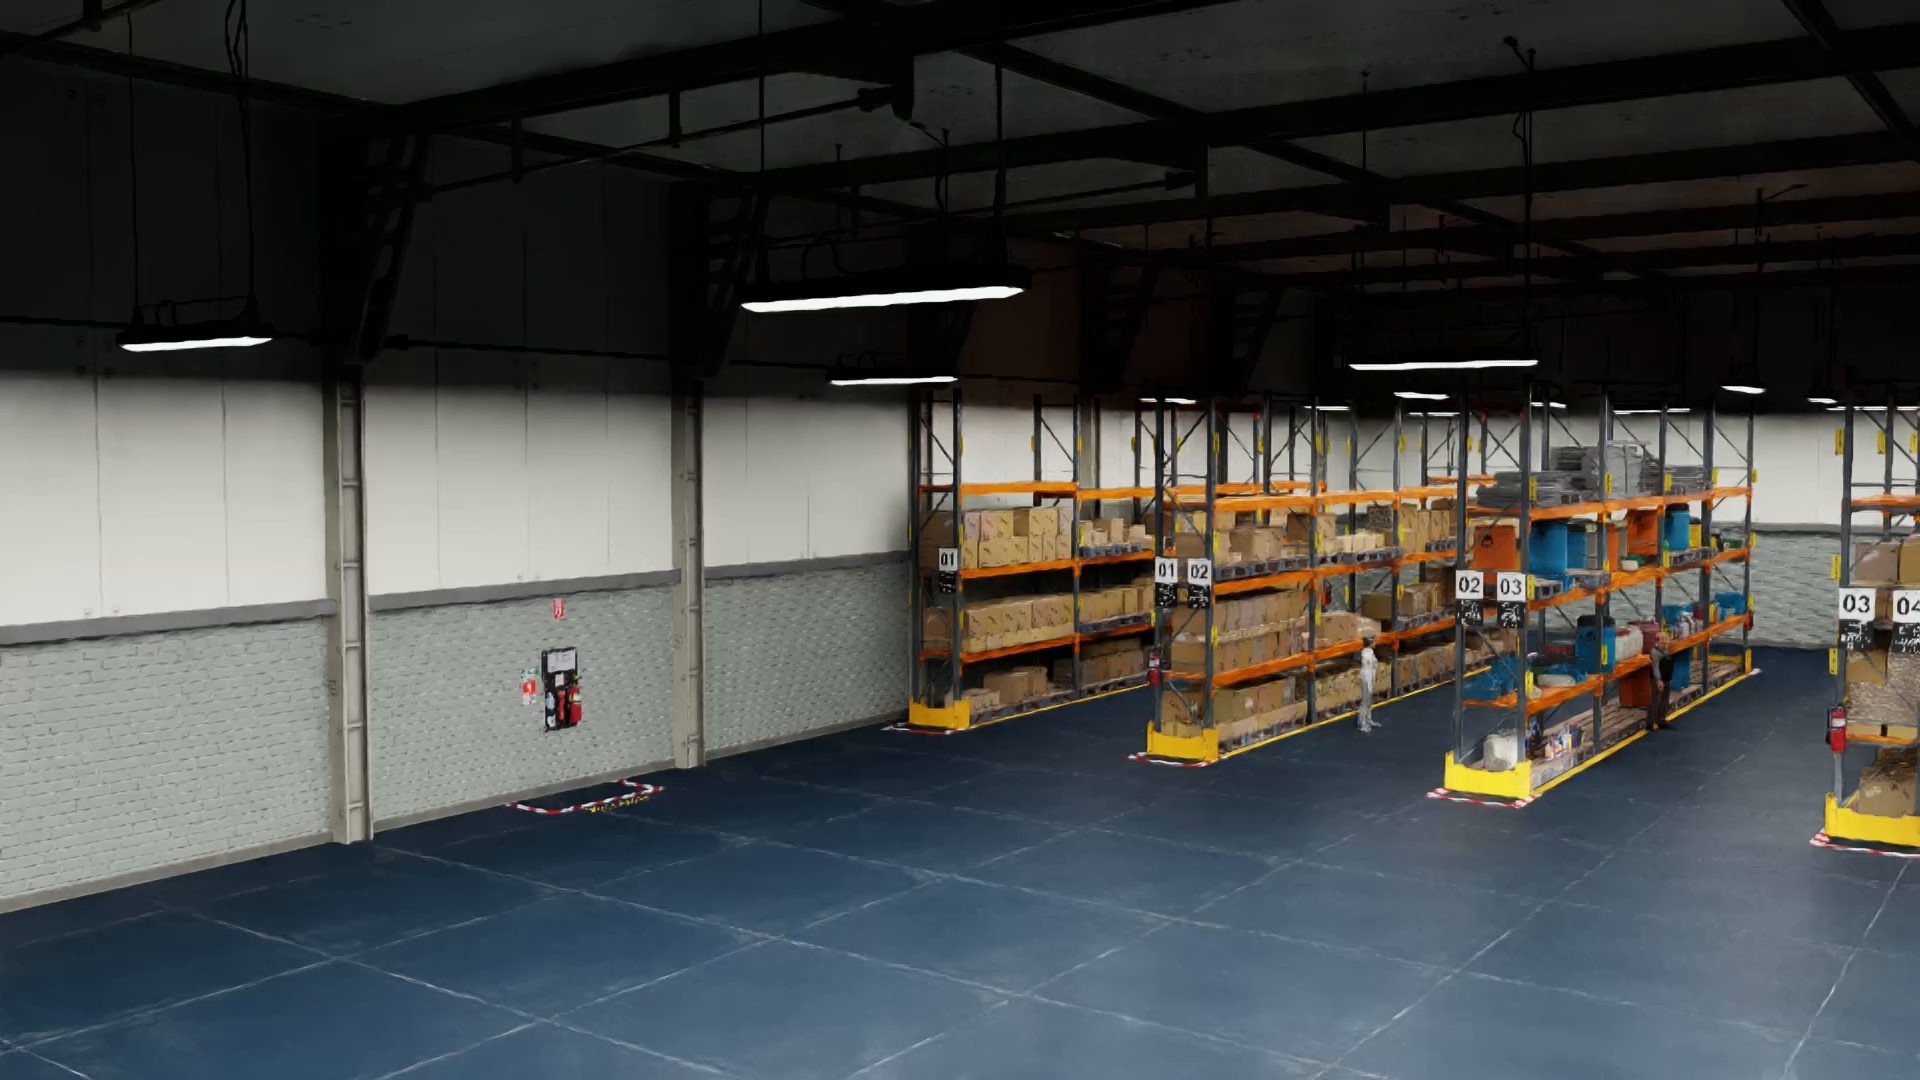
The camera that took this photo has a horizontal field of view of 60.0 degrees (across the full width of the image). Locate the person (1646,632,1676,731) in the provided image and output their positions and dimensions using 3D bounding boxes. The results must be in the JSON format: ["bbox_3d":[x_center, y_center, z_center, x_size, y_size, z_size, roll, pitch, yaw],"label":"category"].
[{"bbox_3d":[12.260,2.465,29.104,0.384,1.725,0.662,3,4,43],"label":"person"}]

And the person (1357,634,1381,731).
[{"bbox_3d":[7.195,2.486,29.184,0.433,1.684,0.552,1,3,10],"label":"person"}]
